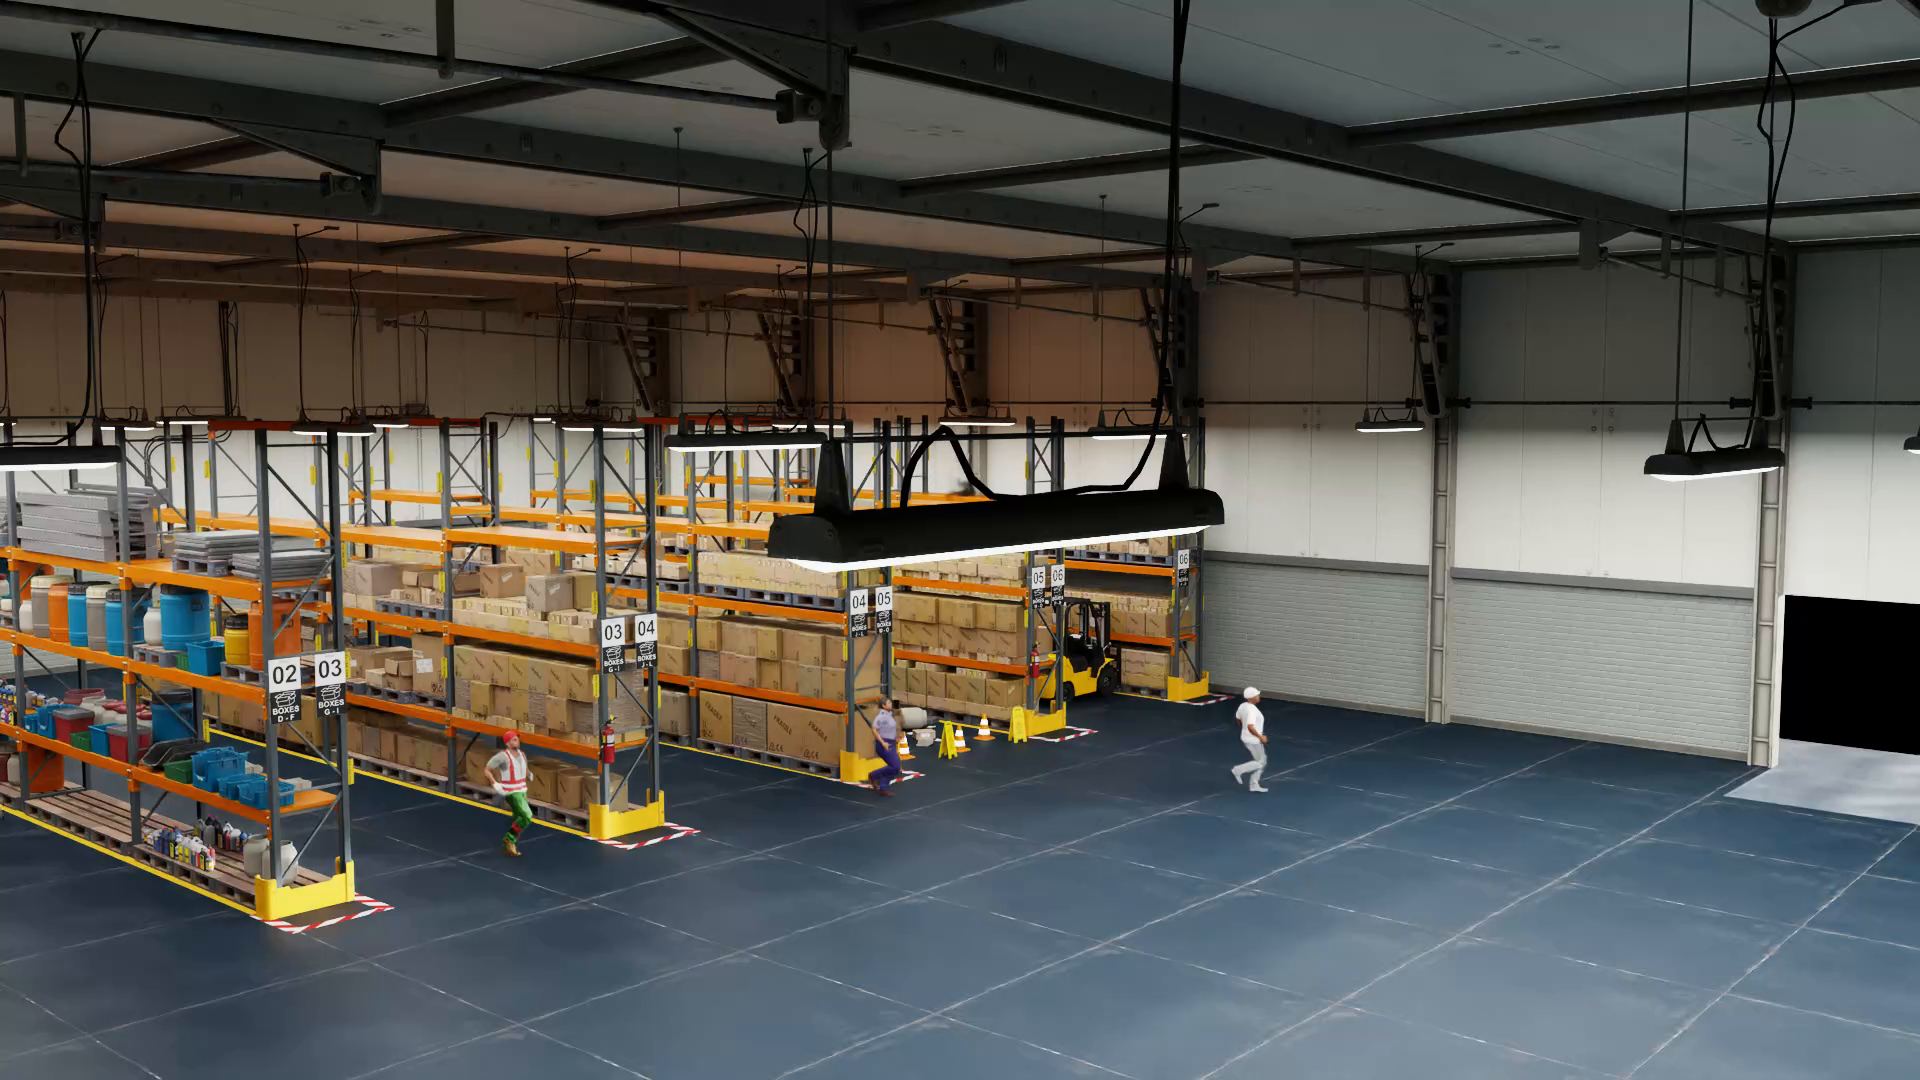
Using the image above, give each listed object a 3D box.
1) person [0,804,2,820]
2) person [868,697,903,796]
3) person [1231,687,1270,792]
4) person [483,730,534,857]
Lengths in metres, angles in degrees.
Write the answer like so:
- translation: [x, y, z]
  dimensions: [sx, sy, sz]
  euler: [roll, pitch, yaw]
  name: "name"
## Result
- translation: [-13.815, 3.542, 23.447]
  dimensions: [0.581, 1.675, 0.655]
  euler: [3, 6, 34]
  name: "person"
- translation: [-1.193, 3.321, 26.758]
  dimensions: [0.548, 1.609, 0.609]
  euler: [1, 5, 7]
  name: "person"
- translation: [4.687, 3.241, 26.959]
  dimensions: [0.650, 1.727, 0.707]
  euler: [-1, 5, -7]
  name: "person"
- translation: [-6.194, 3.535, 23.219]
  dimensions: [0.632, 1.751, 0.682]
  euler: [1, 5, 17]
  name: "person"
